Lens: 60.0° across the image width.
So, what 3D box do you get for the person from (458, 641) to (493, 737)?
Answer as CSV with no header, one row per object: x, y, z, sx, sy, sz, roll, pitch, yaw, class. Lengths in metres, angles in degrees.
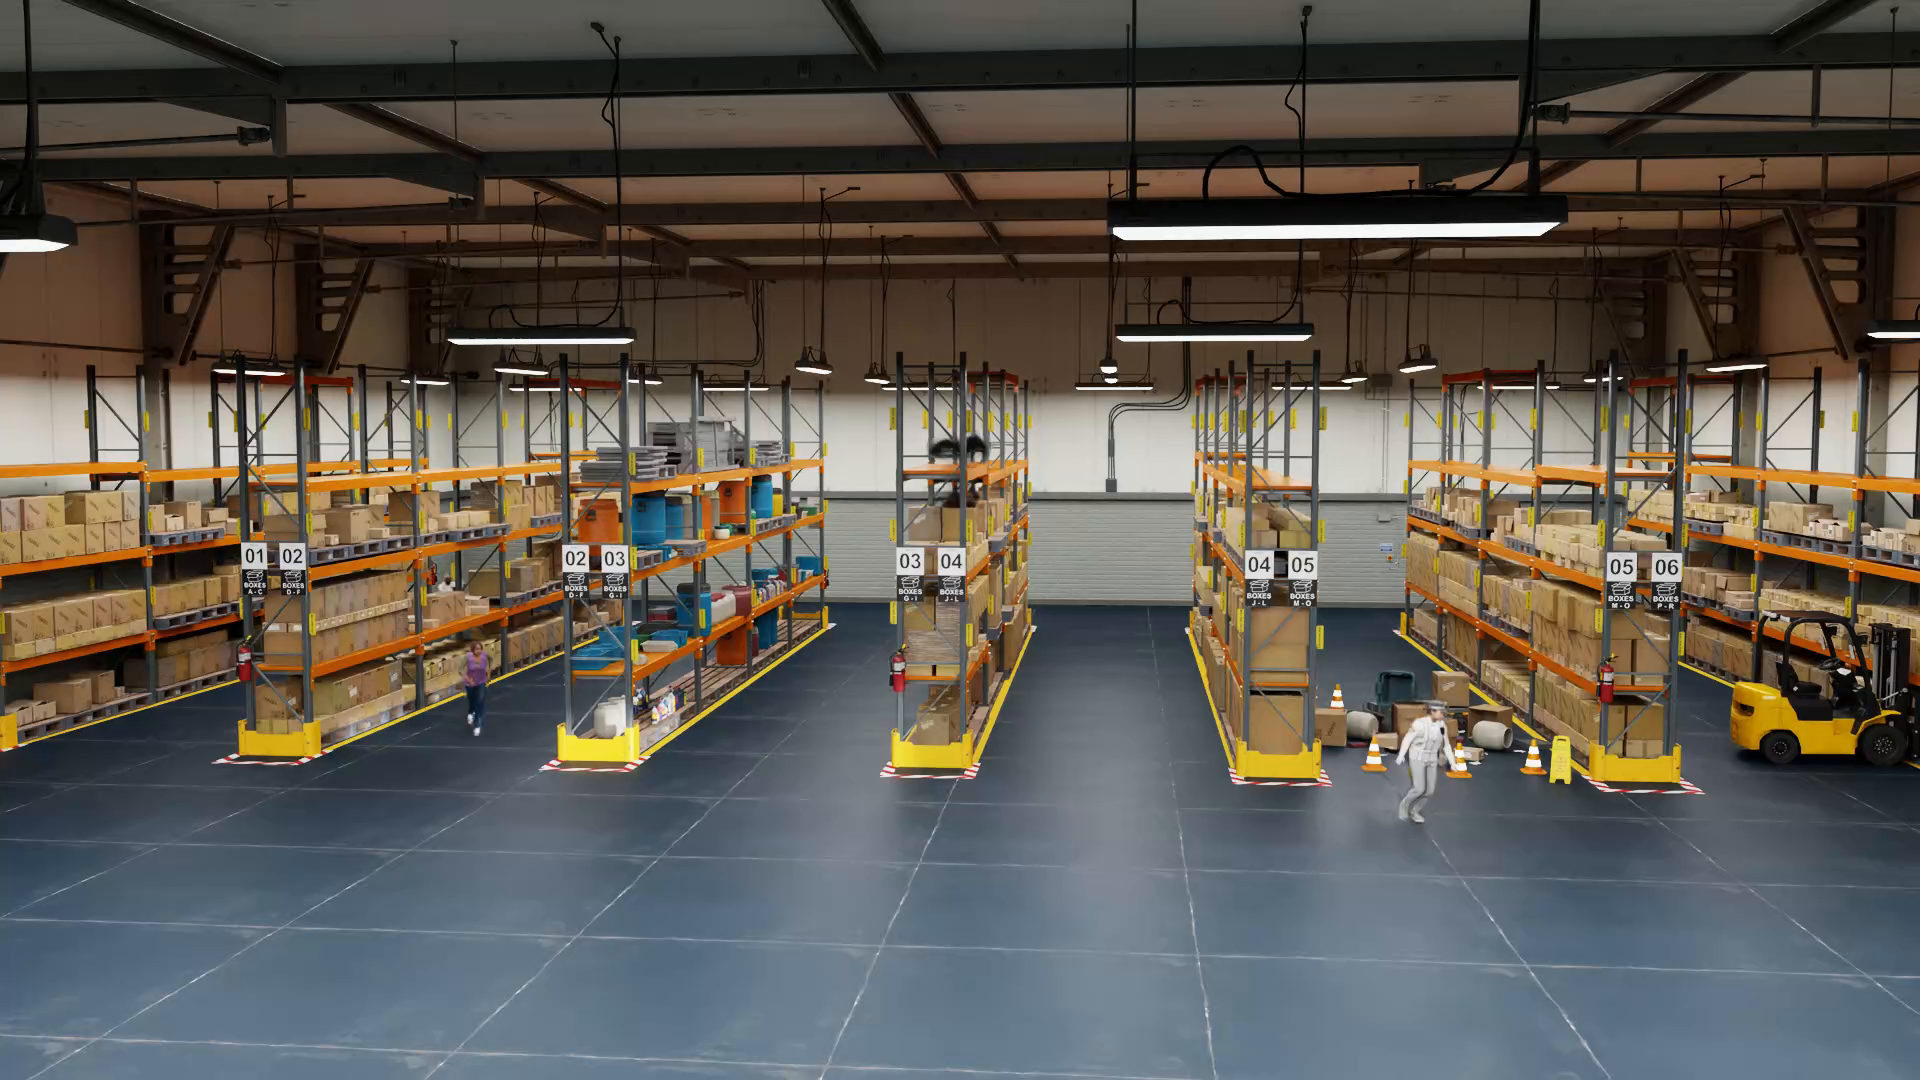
-7.822,2.353,26.807,0.569,1.549,0.917,-2,5,-27,person

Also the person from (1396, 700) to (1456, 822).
5.783,2.738,20.590,0.587,1.574,0.610,-1,4,-20,person

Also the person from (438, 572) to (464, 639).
-11.609,1.507,37.950,0.585,1.611,0.915,0,4,-7,person
